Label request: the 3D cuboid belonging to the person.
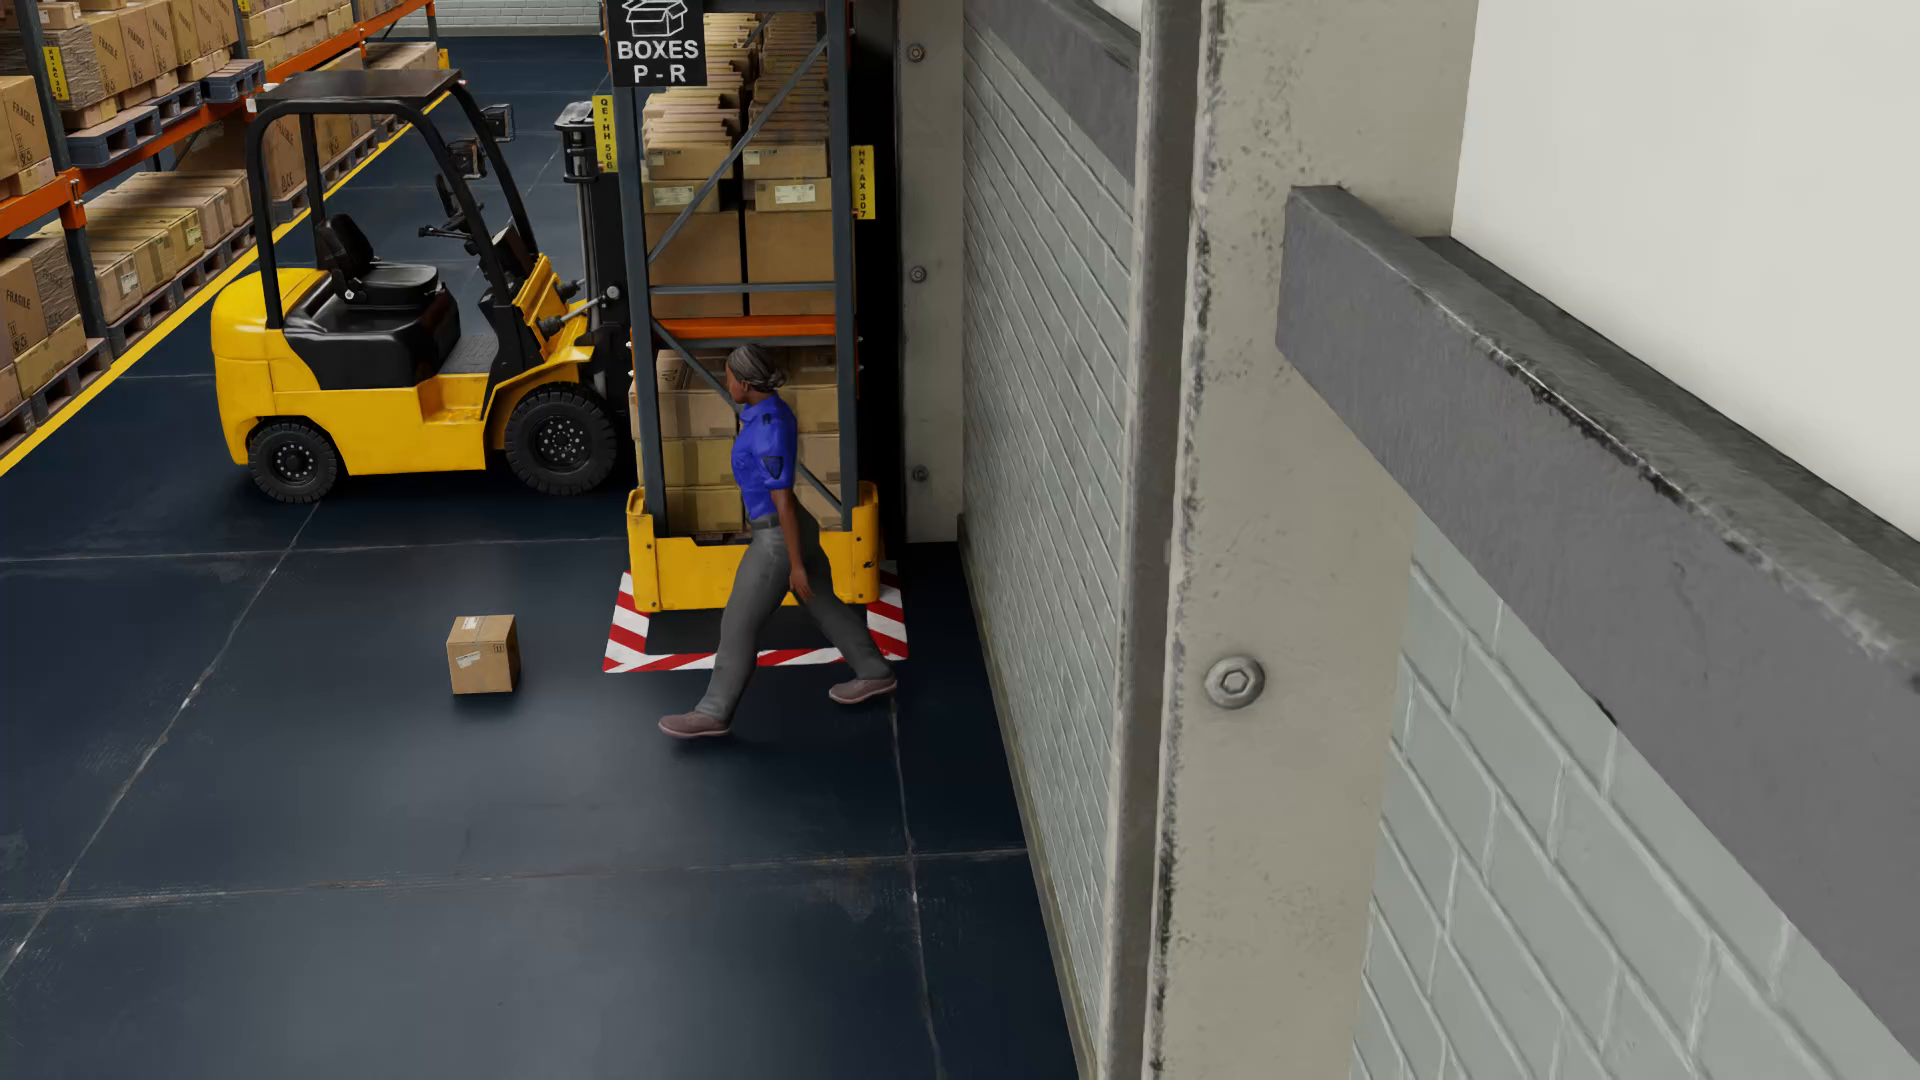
[{"bbox_3d":[-0.745,-0.003,6.626,0.969,1.605,0.520,-1,24,-2],"label":"person"}]
